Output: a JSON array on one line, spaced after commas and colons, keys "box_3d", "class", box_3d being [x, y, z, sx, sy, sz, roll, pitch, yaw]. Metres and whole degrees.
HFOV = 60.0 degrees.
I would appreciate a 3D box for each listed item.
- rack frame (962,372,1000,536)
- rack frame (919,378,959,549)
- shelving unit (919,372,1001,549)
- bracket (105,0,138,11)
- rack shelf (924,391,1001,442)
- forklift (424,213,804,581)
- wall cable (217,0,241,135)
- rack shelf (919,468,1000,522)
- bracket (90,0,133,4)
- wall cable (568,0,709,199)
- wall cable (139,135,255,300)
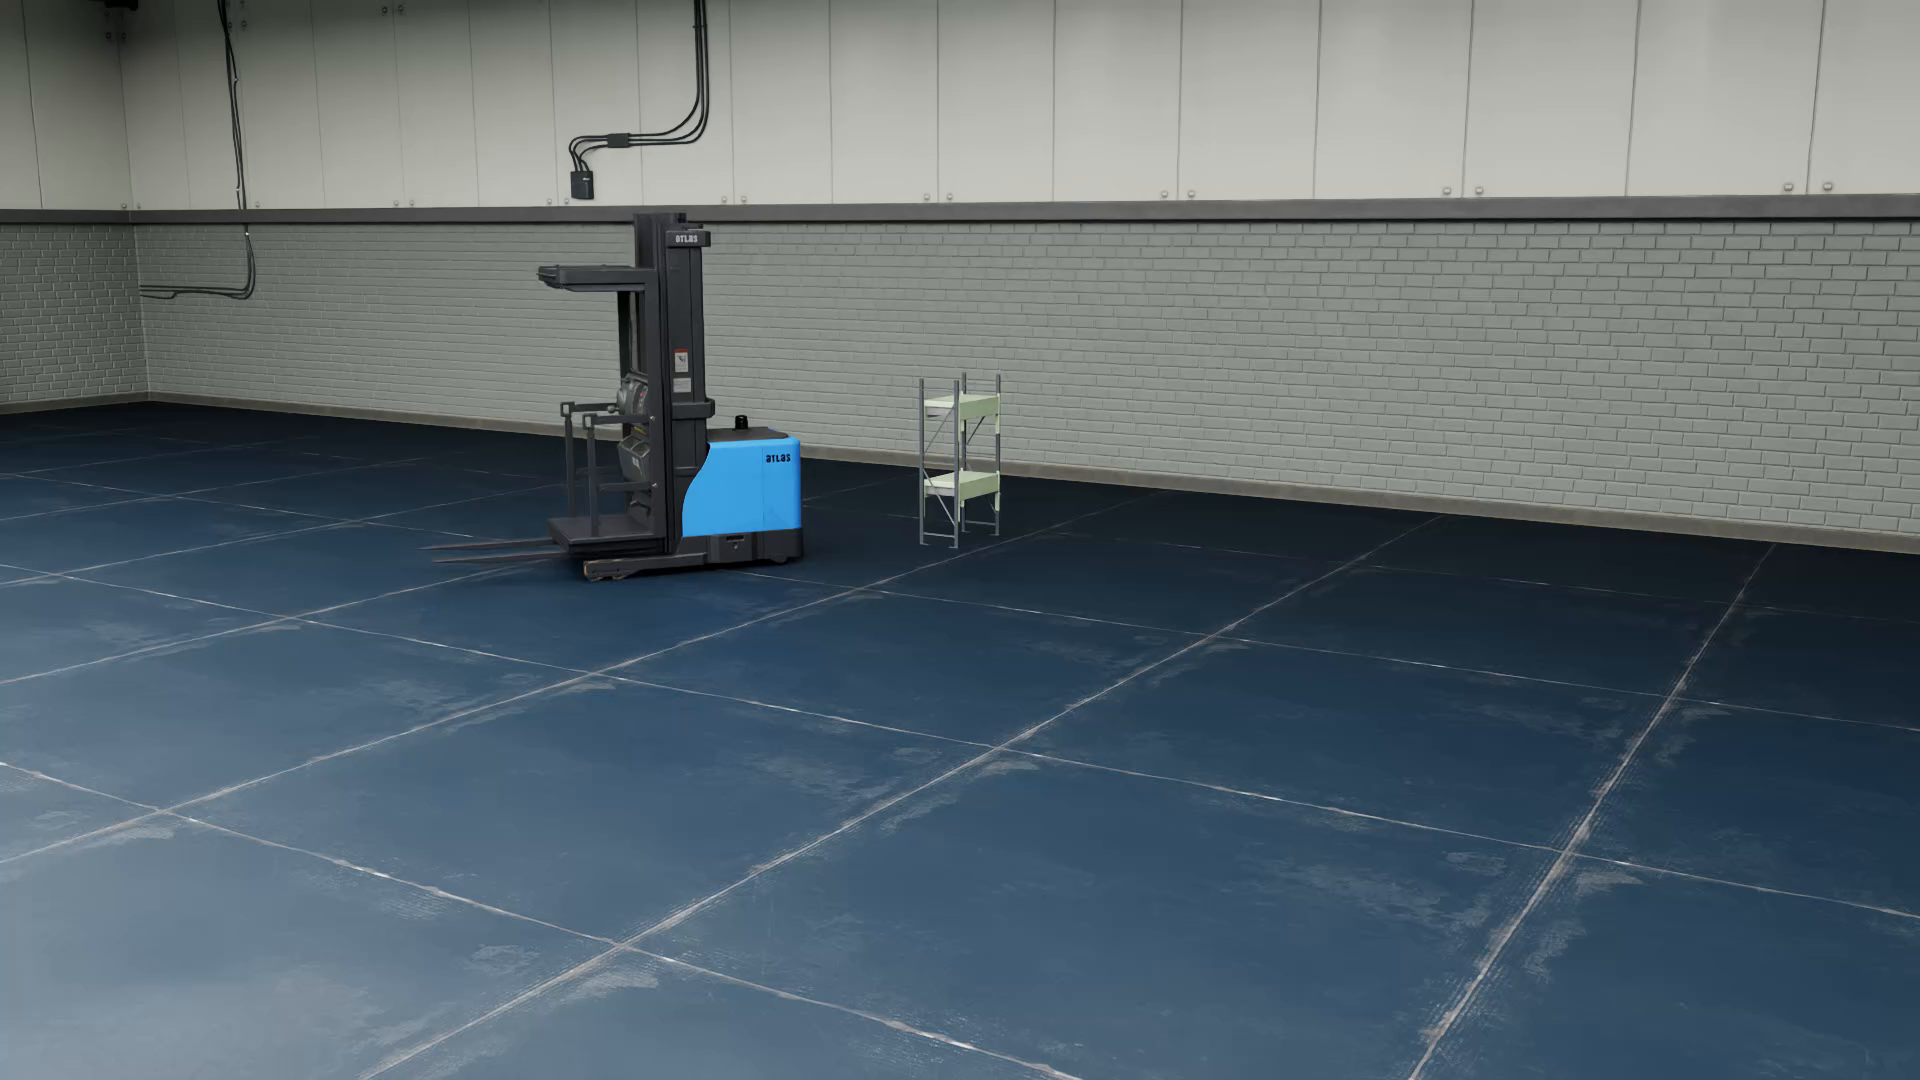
[{"box_3d": [0.193, -0.796, 15.425, 0.400, 1.500, 0.023, 6, 12, 31], "class": "rack frame"}, {"box_3d": [-0.187, -0.681, 14.810, 0.400, 1.500, 0.023, 6, 12, 31], "class": "rack frame"}, {"box_3d": [0.003, -0.738, 15.118, 0.431, 1.500, 0.755, 6, 12, 31], "class": "shelving unit"}, {"box_3d": [-13.148, -8.433, 26.061, 0.235, 0.232, 0.430, 6, 12, 31], "class": "bracket"}, {"box_3d": [0.003, -1.122, 15.046, 0.431, 0.370, 0.720, 6, 12, 31], "class": "rack shelf"}, {"box_3d": [-2.901, -1.216, 13.780, 3.031, 2.935, 1.130, -5, 12, -23], "class": "forklift"}, {"box_3d": [-9.926, -7.295, 24.474, 3.097, 2.526, 0.112, 6, 12, 31], "class": "wall cable"}, {"box_3d": [0.003, -0.418, 15.178, 0.431, 0.370, 0.720, 6, 12, 31], "class": "rack shelf"}, {"box_3d": [-13.455, -8.341, 25.565, 0.076, 0.066, 3.189, 6, 12, 31], "class": "bracket"}, {"box_3d": [-4.132, -7.359, 20.863, 2.305, 6.003, 0.169, 6, 12, 31], "class": "wall cable"}, {"box_3d": [-12.238, -5.071, 26.320, 3.097, 2.526, 0.112, 6, 12, 31], "class": "wall cable"}]
